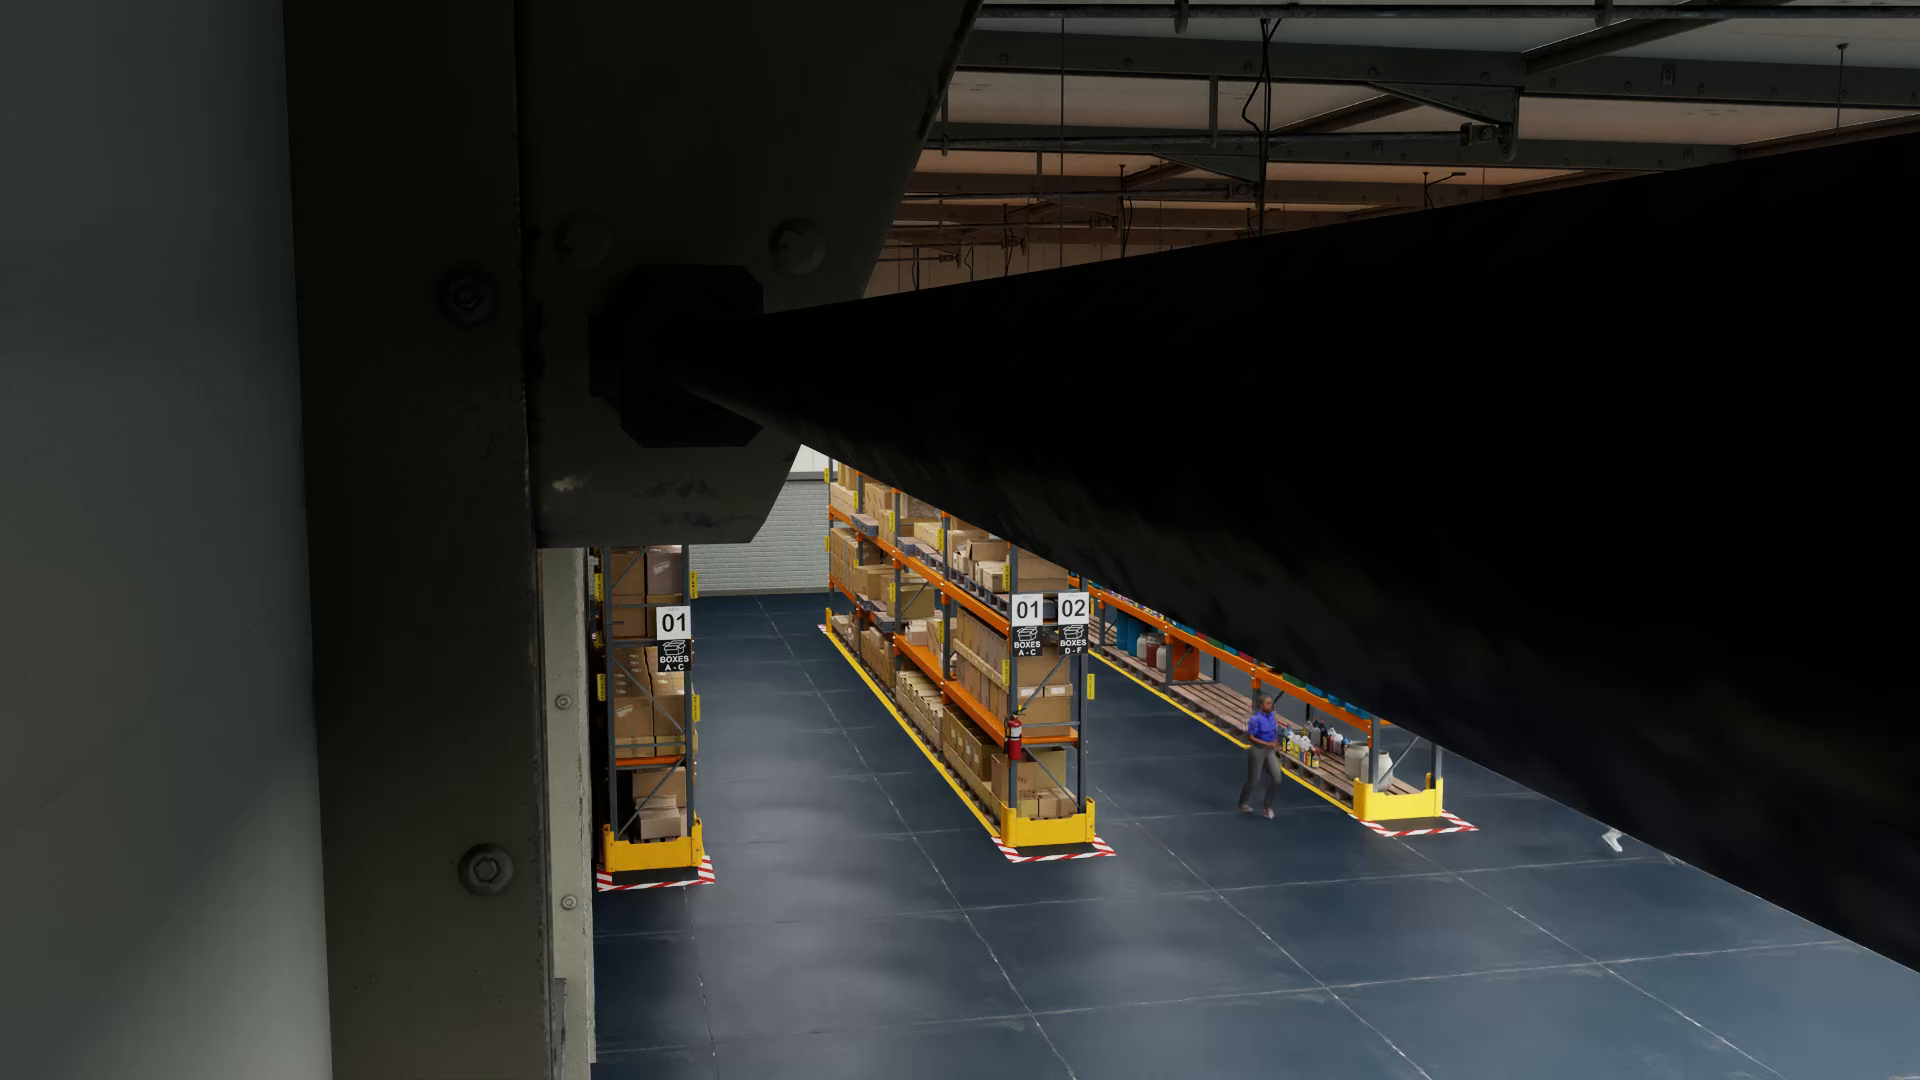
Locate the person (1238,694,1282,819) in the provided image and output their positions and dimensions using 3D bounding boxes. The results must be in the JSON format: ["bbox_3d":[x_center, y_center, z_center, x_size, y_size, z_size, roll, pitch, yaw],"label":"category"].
[{"bbox_3d":[4.066,2.909,22.212,0.606,1.703,0.704,-4,8,-32],"label":"person"}]

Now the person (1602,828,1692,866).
[{"bbox_3d":[8.418,3.111,20.267,1.059,1.685,0.616,2,7,19],"label":"person"}]
